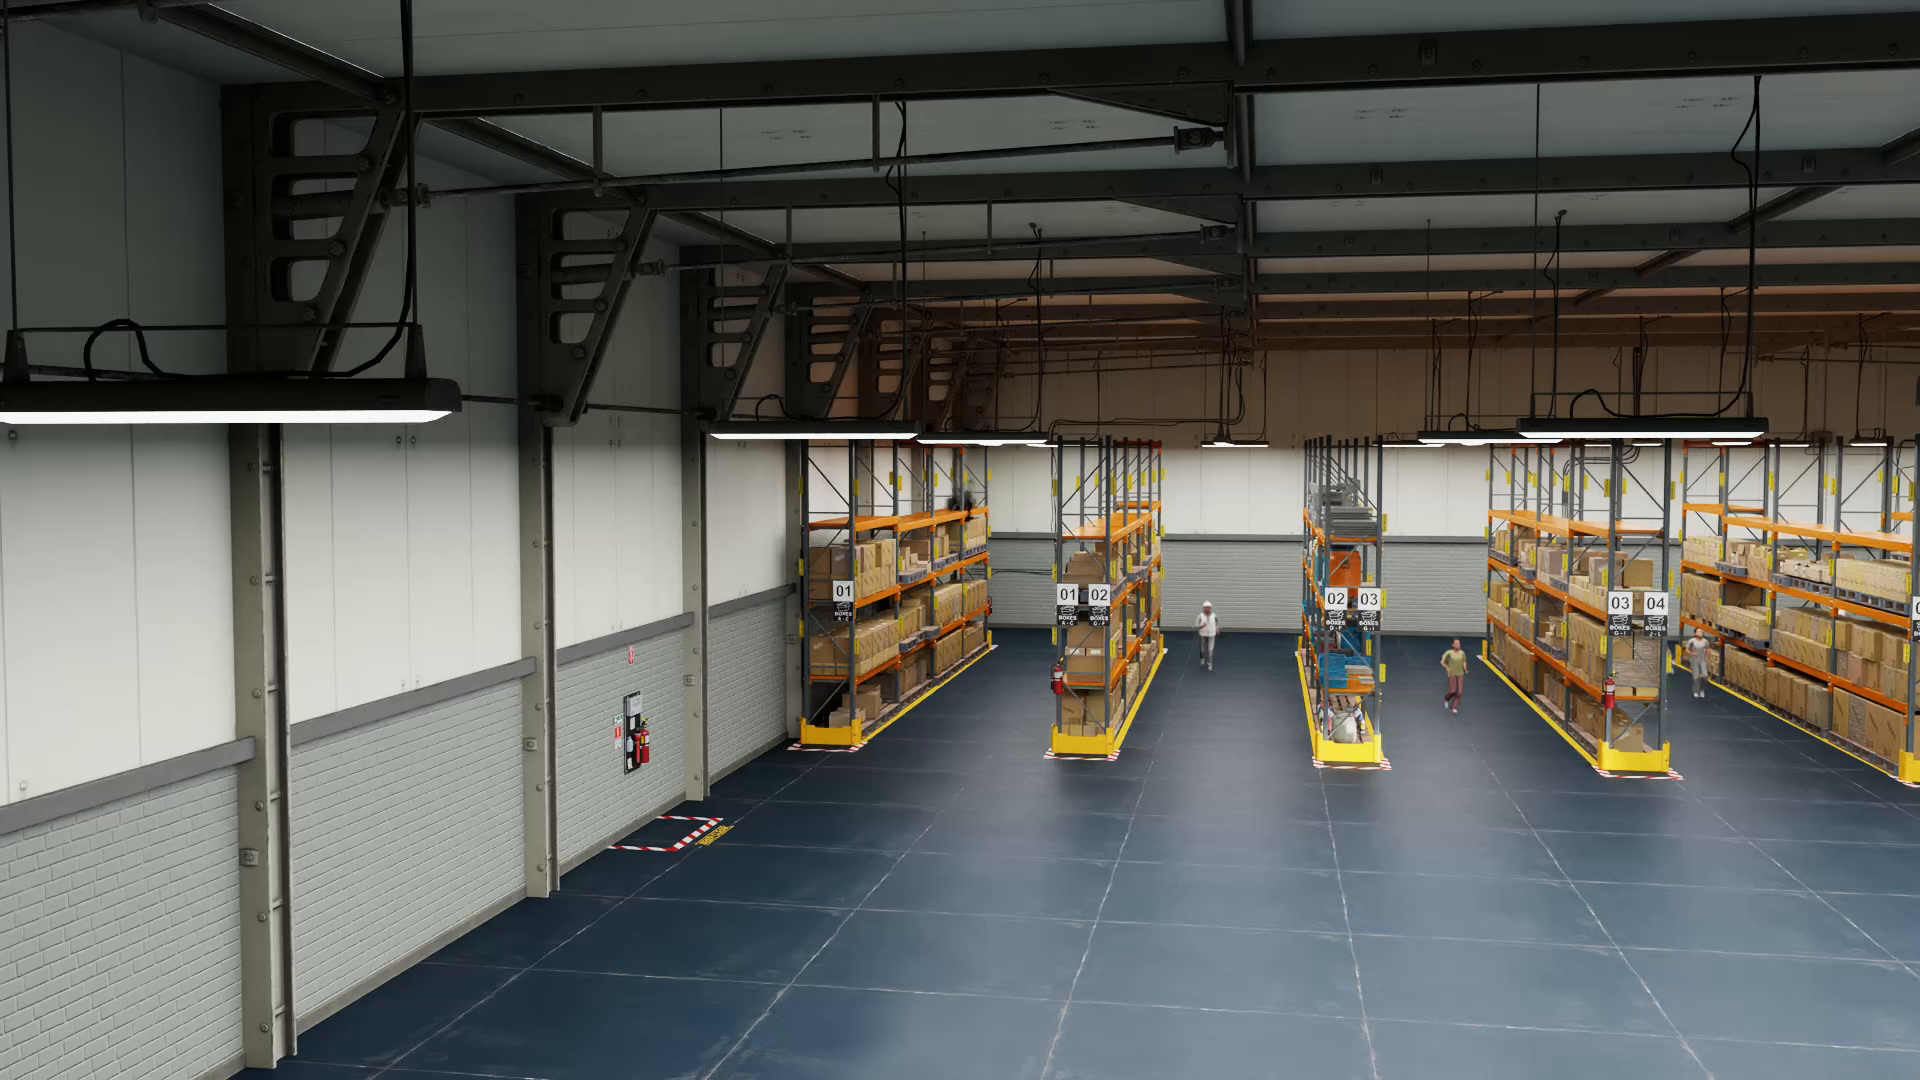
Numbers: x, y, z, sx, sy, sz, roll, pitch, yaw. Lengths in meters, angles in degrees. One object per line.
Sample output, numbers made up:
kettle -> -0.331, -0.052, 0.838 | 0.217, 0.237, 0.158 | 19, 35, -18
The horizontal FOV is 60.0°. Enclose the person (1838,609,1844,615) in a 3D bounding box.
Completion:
person -> 23.840, 2.432, 45.143 | 0.857, 1.746, 0.746 | 1, 3, 19

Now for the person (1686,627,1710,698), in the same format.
person -> 17.000, 2.825, 38.283 | 0.561, 1.644, 0.632 | 1, 3, 12

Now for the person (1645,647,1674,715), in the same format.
person -> 15.108, 2.892, 35.993 | 0.663, 1.757, 0.782 | 0, 3, 0

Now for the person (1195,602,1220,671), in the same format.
person -> 6.441, 2.484, 43.301 | 0.663, 1.750, 0.957 | 0, 3, 4

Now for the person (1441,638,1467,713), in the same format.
person -> 10.780, 2.948, 36.219 | 0.566, 1.623, 0.536 | 0, 3, -7
